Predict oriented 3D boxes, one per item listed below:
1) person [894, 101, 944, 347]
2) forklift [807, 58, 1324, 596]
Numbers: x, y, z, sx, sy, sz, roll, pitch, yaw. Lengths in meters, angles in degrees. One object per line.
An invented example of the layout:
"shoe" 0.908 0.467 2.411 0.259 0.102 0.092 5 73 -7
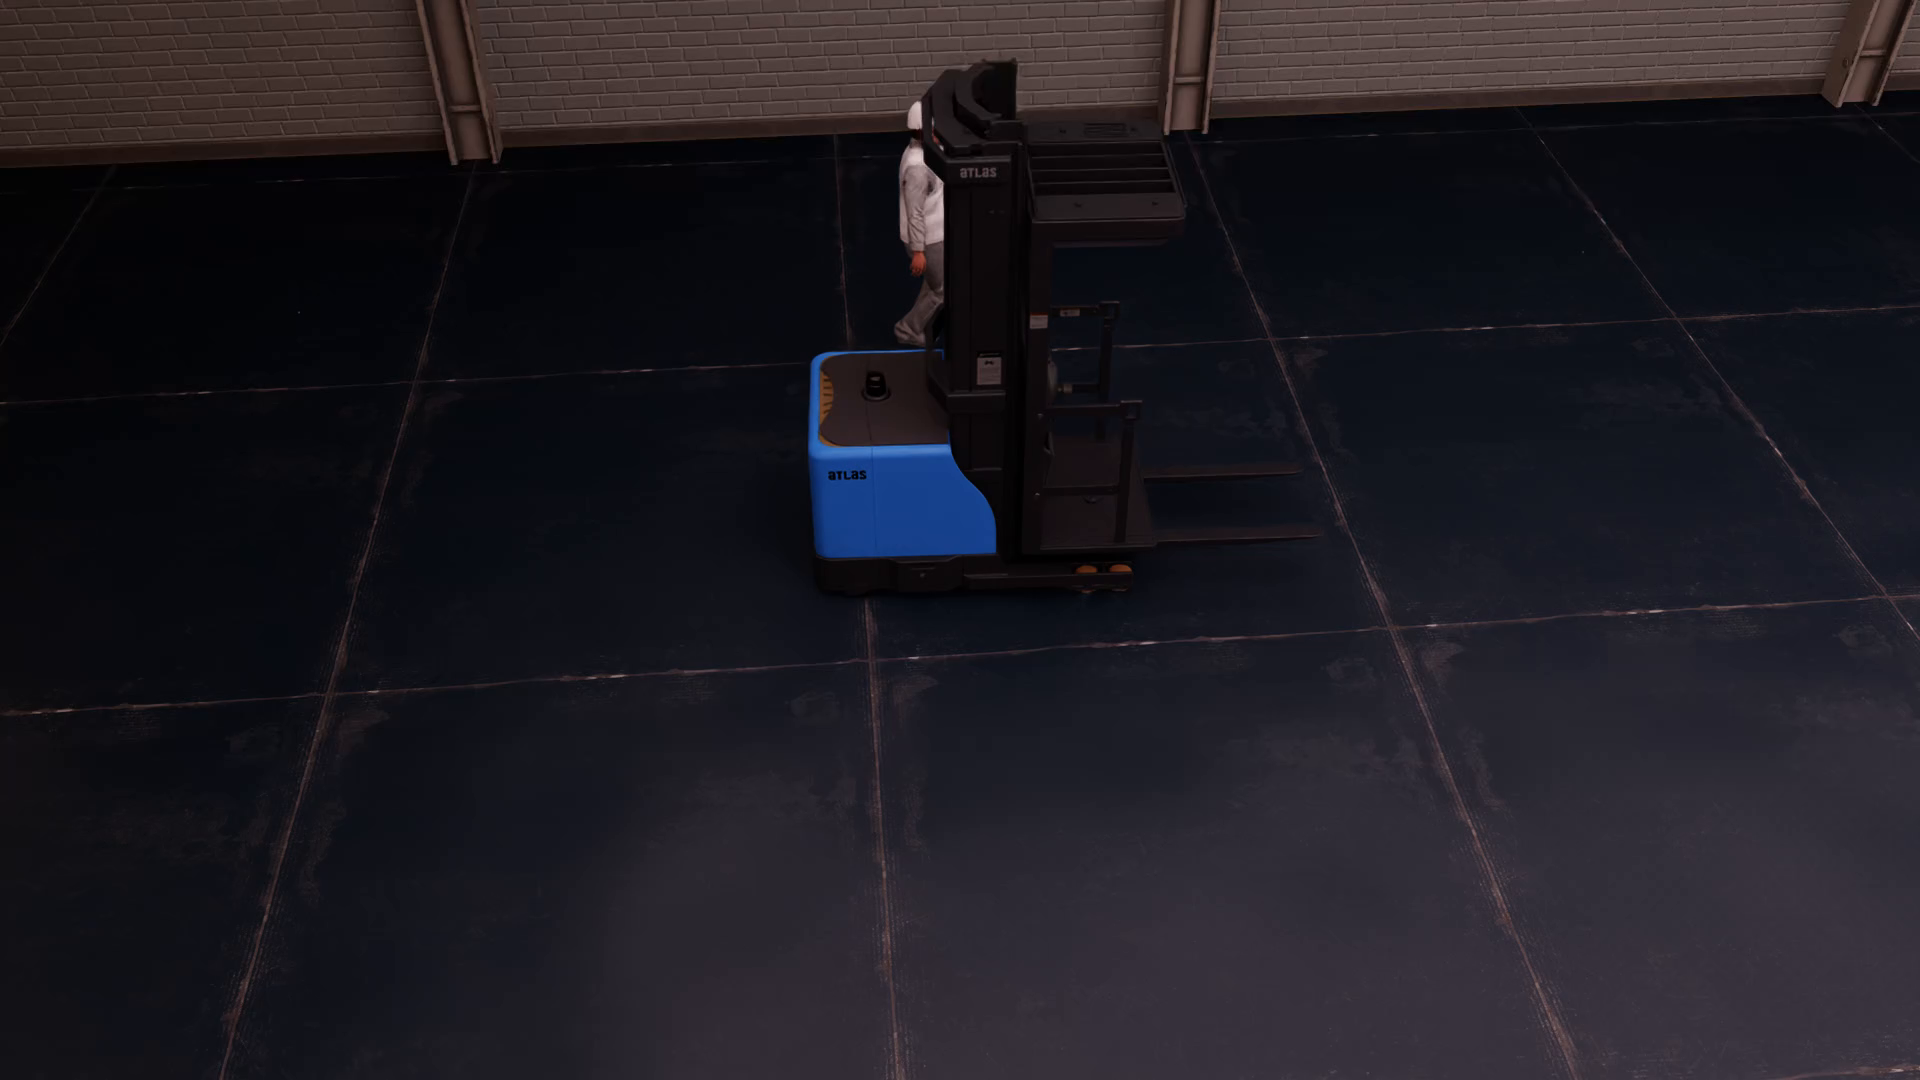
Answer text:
"person" -0.234 -2.060 10.976 0.432 1.720 0.852 1 41 1
"forklift" 0.636 -1.146 9.278 3.031 2.935 1.130 -2 41 -2
